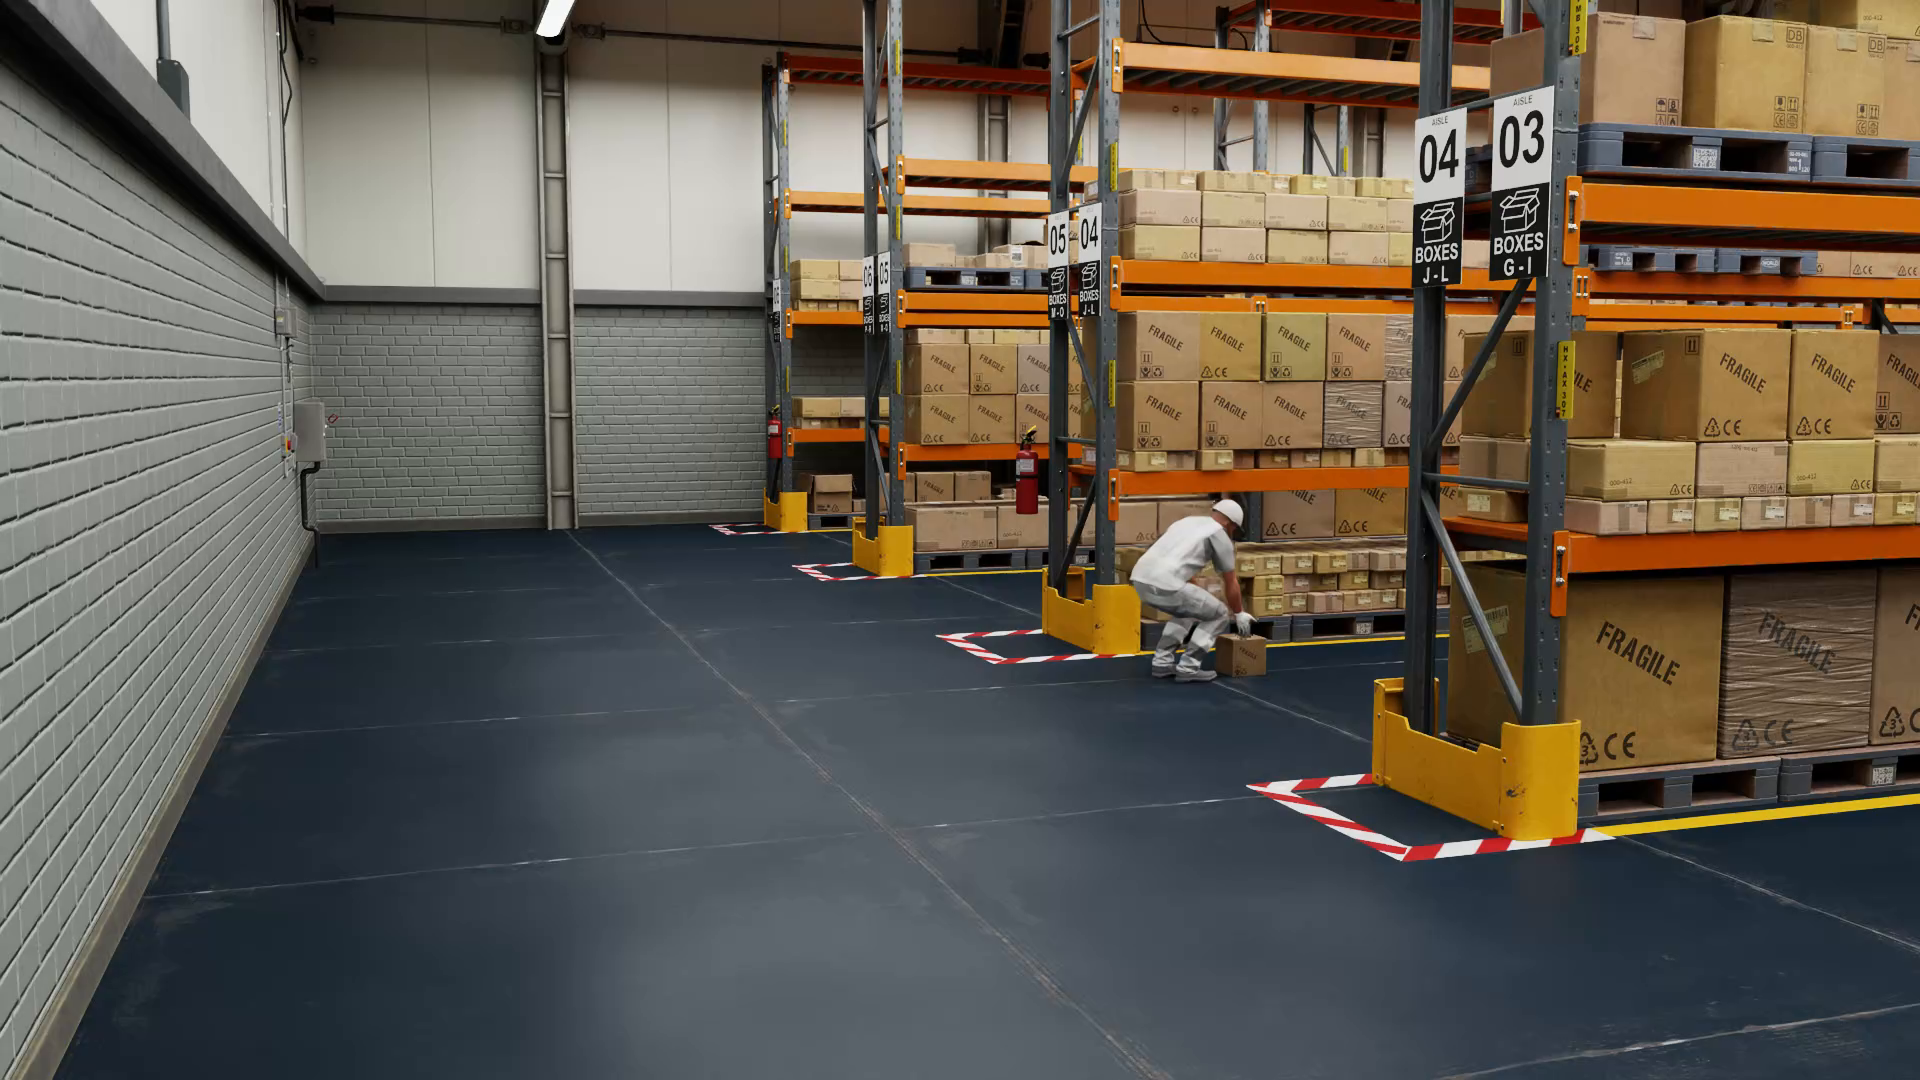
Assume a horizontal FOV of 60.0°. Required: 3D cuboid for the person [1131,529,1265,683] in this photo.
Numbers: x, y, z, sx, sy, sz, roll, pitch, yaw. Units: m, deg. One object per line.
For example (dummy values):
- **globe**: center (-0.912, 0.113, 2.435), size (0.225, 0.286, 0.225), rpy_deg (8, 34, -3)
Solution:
- **person**: center (1.542, 0.426, 11.004), size (0.880, 0.973, 0.567), rpy_deg (-3, 6, -26)
